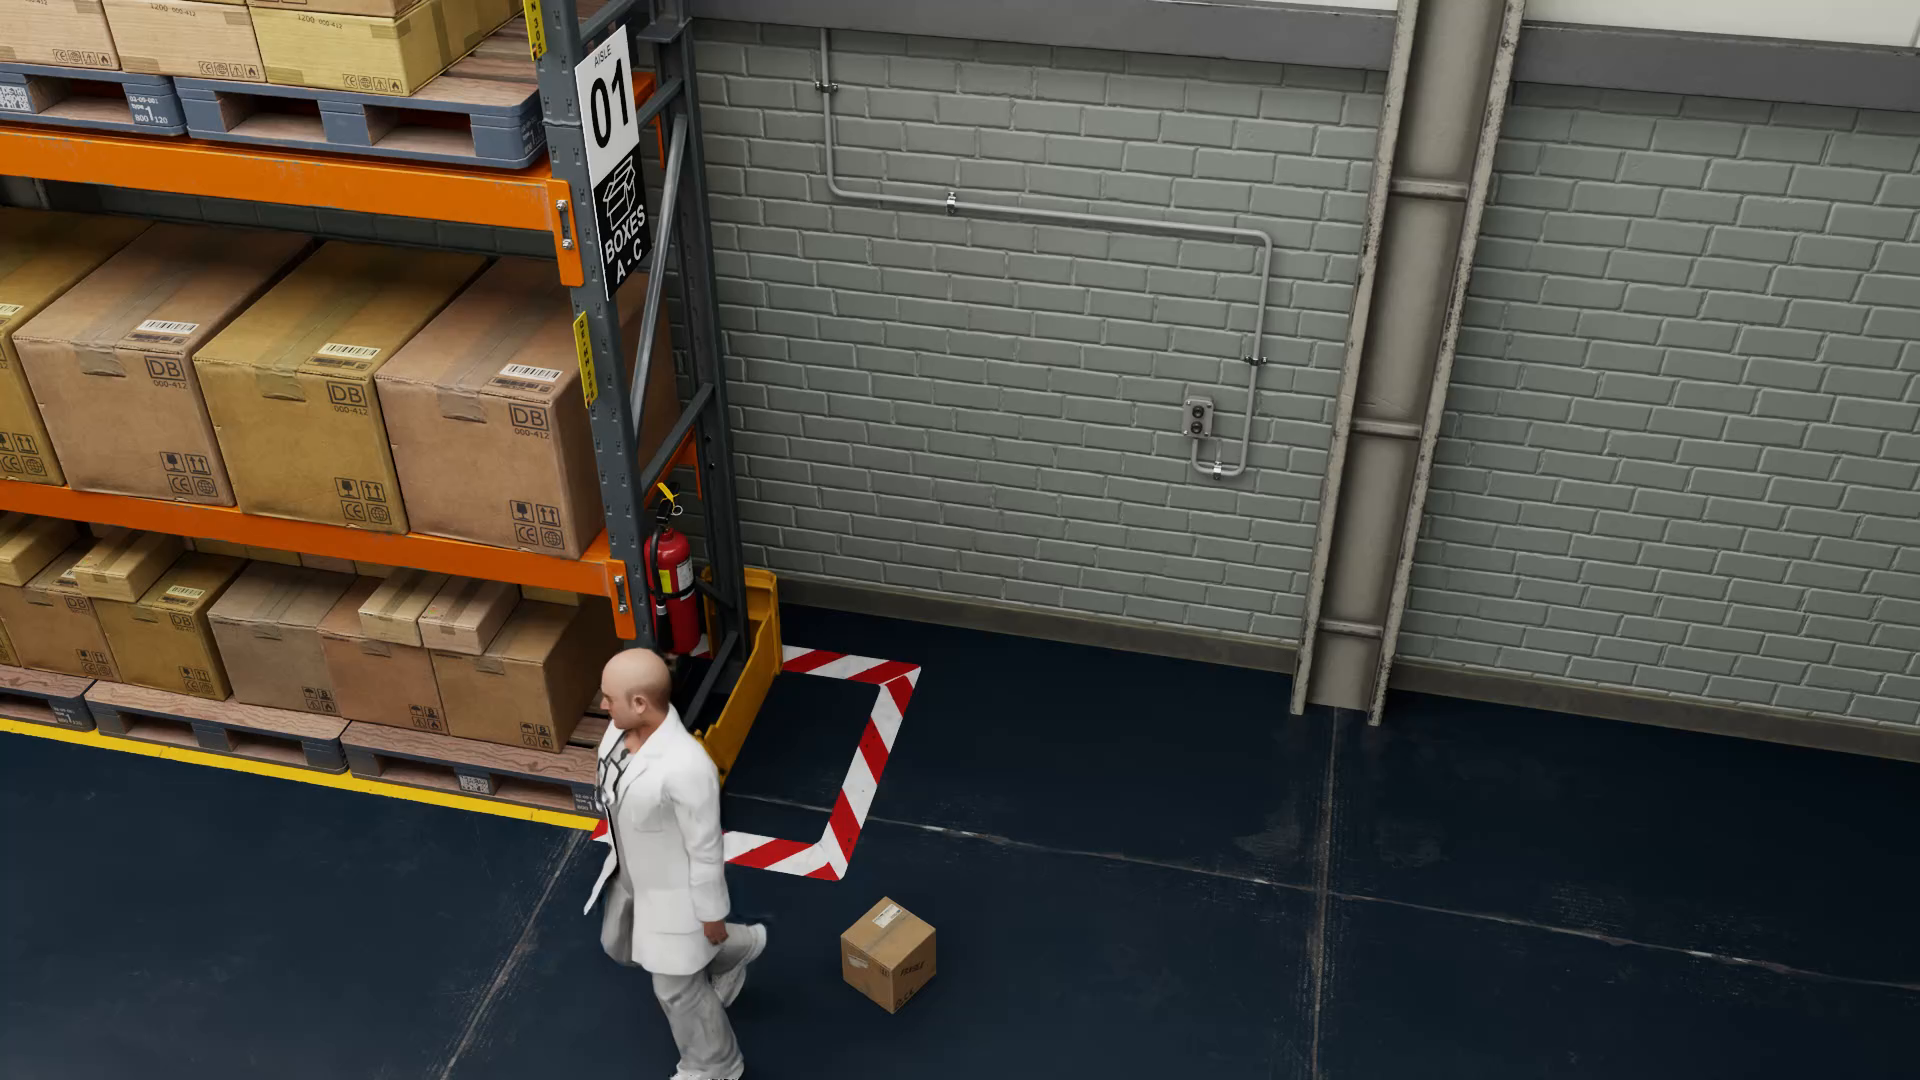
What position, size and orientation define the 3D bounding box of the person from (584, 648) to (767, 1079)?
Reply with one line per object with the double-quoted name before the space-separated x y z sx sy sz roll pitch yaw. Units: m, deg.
"person" -0.932 1.078 5.469 0.629 1.755 0.599 -23 42 -29
